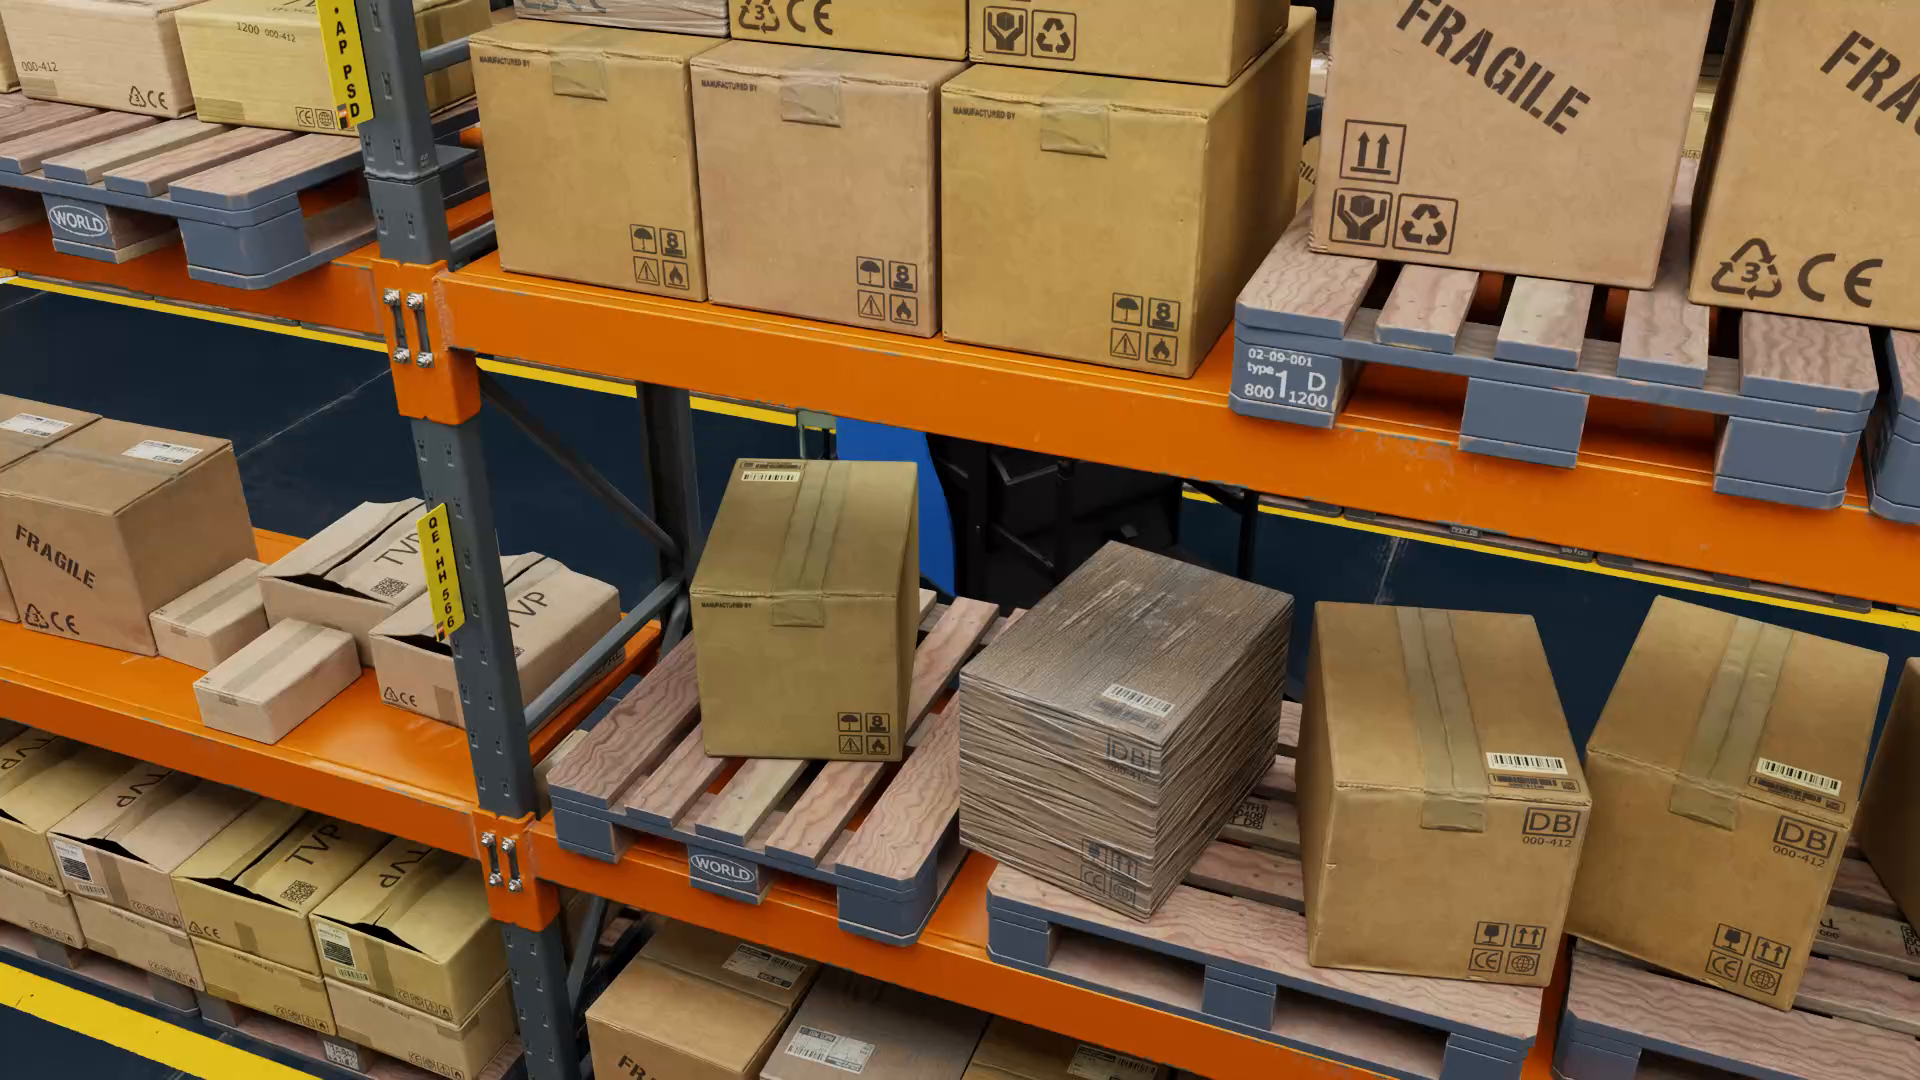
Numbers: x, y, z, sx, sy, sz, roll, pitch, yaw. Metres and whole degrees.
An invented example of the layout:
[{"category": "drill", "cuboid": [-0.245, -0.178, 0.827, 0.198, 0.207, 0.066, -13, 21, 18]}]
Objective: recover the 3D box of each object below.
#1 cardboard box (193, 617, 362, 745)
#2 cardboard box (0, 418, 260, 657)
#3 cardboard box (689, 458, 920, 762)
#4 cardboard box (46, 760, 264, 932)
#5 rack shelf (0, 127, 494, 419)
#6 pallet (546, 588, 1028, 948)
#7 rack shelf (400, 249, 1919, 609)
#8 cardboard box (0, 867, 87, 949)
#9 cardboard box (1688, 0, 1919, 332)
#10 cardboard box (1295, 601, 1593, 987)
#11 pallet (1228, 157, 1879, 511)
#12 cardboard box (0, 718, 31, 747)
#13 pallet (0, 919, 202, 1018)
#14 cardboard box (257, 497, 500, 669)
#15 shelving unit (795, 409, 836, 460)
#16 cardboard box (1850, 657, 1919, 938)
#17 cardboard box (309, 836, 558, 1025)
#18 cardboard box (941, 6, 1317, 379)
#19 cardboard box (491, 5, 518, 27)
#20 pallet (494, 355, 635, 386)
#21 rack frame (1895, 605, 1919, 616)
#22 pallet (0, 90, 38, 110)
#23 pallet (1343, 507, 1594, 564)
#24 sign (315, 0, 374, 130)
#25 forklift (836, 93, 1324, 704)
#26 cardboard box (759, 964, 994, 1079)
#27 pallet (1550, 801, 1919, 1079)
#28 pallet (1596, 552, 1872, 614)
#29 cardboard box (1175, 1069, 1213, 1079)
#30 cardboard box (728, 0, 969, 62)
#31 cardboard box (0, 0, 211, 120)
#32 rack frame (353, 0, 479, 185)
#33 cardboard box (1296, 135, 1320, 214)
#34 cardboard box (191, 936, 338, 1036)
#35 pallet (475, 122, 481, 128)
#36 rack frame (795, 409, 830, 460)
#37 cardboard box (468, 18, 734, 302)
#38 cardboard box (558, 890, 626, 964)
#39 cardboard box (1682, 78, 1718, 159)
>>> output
[{"category": "cardboard box", "cuboid": [-1.944, 0.398, 4.753, 0.250, 0.149, 0.380, 11, 31, 19]}, {"category": "cardboard box", "cuboid": [-2.568, -0.018, 5.131, 0.500, 0.500, 0.500, 10, 31, 16]}, {"category": "cardboard box", "cuboid": [-0.381, 0.167, 4.377, 0.500, 0.500, 0.700, 1, 30, 2]}, {"category": "cardboard box", "cuboid": [-2.535, 0.926, 5.360, 0.500, 0.311, 0.500, 11, 31, 19]}, {"category": "rack shelf", "cuboid": [-2.860, -1.034, 4.714, 4.000, 0.370, 1.077, 11, 31, 19]}, {"category": "pallet", "cuboid": [-0.352, 0.506, 4.502, 1.003, 0.211, 1.213, 11, 31, 19]}, {"category": "rack shelf", "cuboid": [0.847, -0.294, 3.404, 4.000, 0.370, 1.077, 11, 31, 19]}, {"category": "cardboard box", "cuboid": [-3.007, 1.075, 5.668, 0.500, 0.250, 0.500, 12, 32, 20]}, {"category": "cardboard box", "cuboid": [1.633, -0.747, 2.845, 0.600, 0.600, 0.600, 11, 31, 19]}, {"category": "cardboard box", "cuboid": [1.040, 0.544, 3.711, 0.500, 0.500, 0.700, 4, 30, 6]}, {"category": "pallet", "cuboid": [1.160, -0.498, 3.226, 1.003, 0.211, 1.213, 11, 31, 19]}, {"category": "cardboard box", "cuboid": [-3.482, 0.739, 5.692, 0.500, 0.311, 0.500, 10, 31, 17]}, {"category": "pallet", "cuboid": [-2.881, 1.146, 6.008, 1.213, 0.211, 1.003, 11, 31, 19]}, {"category": "cardboard box", "cuboid": [-1.763, 0.114, 5.091, 0.500, 0.311, 0.500, 11, 31, 19]}, {"category": "shelving unit", "cuboid": [-0.411, -0.908, 8.333, 0.755, 1.500, 0.431, 8, 31, 14]}, {"category": "cardboard box", "cuboid": [2.345, 0.653, 3.518, 0.500, 0.500, 0.700, 1, 30, 2]}, {"category": "cardboard box", "cuboid": [-1.585, 1.114, 5.028, 0.500, 0.311, 0.500, 12, 32, 20]}, {"category": "cardboard box", "cuboid": [0.365, -0.765, 3.405, 0.500, 0.500, 0.910, 11, 31, 19]}, {"category": "cardboard box", "cuboid": [-2.395, -2.796, 9.600, 0.500, 0.500, 0.700, 11, 31, 19]}, {"category": "pallet", "cuboid": [-2.132, -1.313, 10.359, 1.213, 0.211, 1.003, 11, 31, 19]}, {"category": "rack frame", "cuboid": [4.559, -1.191, 7.308, 0.127, 3.000, 1.000, 11, 31, 19]}, {"category": "pallet", "cuboid": [-2.706, -1.185, 4.442, 1.213, 0.211, 1.003, 13, 32, 21]}, {"category": "pallet", "cuboid": [2.681, -0.310, 8.584, 1.213, 0.211, 1.003, 11, 31, 19]}, {"category": "sign", "cuboid": [-1.223, -0.985, 3.290, 0.005, 0.325, 0.100, 11, 31, 19]}, {"category": "forklift", "cuboid": [0.652, -0.714, 6.535, 1.130, 2.935, 3.031, -18, 34, -29]}, {"category": "cardboard box", "cuboid": [-0.205, 1.534, 4.581, 0.500, 0.500, 0.500, 10, 31, 17]}, {"category": "pallet", "cuboid": [2.000, 0.955, 3.708, 1.213, 0.211, 1.003, 11, 31, 19]}, {"category": "pallet", "cuboid": [3.816, -0.085, 8.186, 1.213, 0.211, 1.003, 11, 31, 19]}, {"category": "cardboard box", "cuboid": [0.743, 1.723, 4.246, 0.500, 0.500, 0.500, 10, 31, 17]}, {"category": "cardboard box", "cuboid": [-0.132, -1.278, 3.296, 0.500, 0.500, 0.500, 11, 31, 19]}, {"category": "cardboard box", "cuboid": [-1.941, -1.242, 4.076, 0.500, 0.250, 0.500, 12, 32, 20]}, {"category": "rack frame", "cuboid": [-1.007, -2.283, 3.144, 0.127, 3.000, 1.000, 11, 31, 19]}, {"category": "cardboard box", "cuboid": [1.688, -1.805, 7.970, 0.500, 0.500, 0.500, 12, 32, 21]}, {"category": "cardboard box", "cuboid": [-2.065, 1.263, 5.335, 0.500, 0.250, 0.500, 11, 31, 19]}, {"category": "pallet", "cuboid": [-2.201, -2.379, 9.606, 1.213, 0.211, 1.003, 11, 31, 19]}, {"category": "rack frame", "cuboid": [-0.763, -0.959, 8.423, 0.023, 1.500, 0.400, 8, 31, 14]}, {"category": "cardboard box", "cuboid": [-0.590, -0.955, 3.742, 0.500, 0.500, 0.910, 11, 31, 19]}, {"category": "cardboard box", "cuboid": [-1.381, 1.112, 5.602, 0.500, 0.250, 0.500, 11, 31, 19]}, {"category": "cardboard box", "cuboid": [3.087, -1.862, 7.309, 0.500, 0.250, 0.500, 12, 32, 20]}]
